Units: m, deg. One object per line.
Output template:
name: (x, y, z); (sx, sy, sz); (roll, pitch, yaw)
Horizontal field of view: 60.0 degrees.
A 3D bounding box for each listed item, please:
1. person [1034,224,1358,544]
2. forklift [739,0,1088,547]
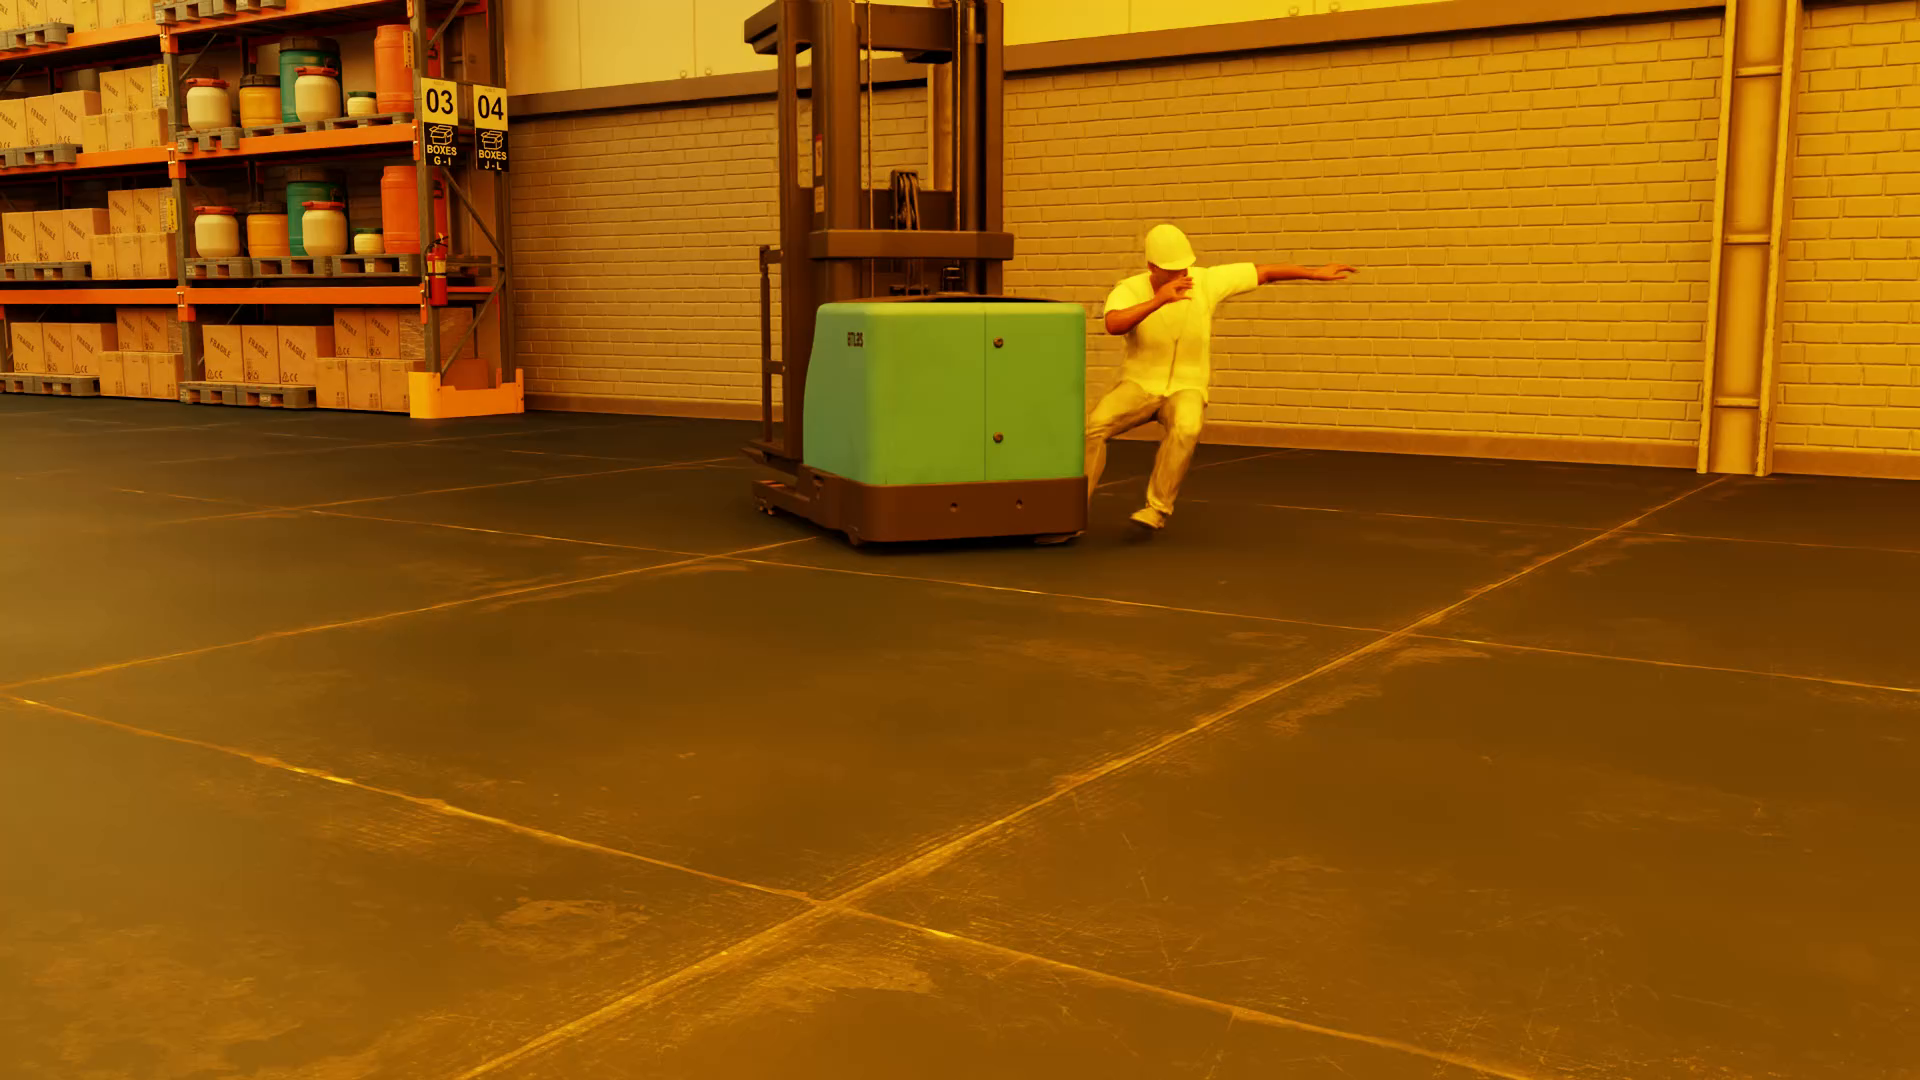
person: (1.091, -0.718, 7.634); (1.514, 1.439, 0.743); (0, 8, 0)
forklift: (-0.438, -1.592, 8.386); (1.130, 2.935, 3.031); (-3, 9, -21)
